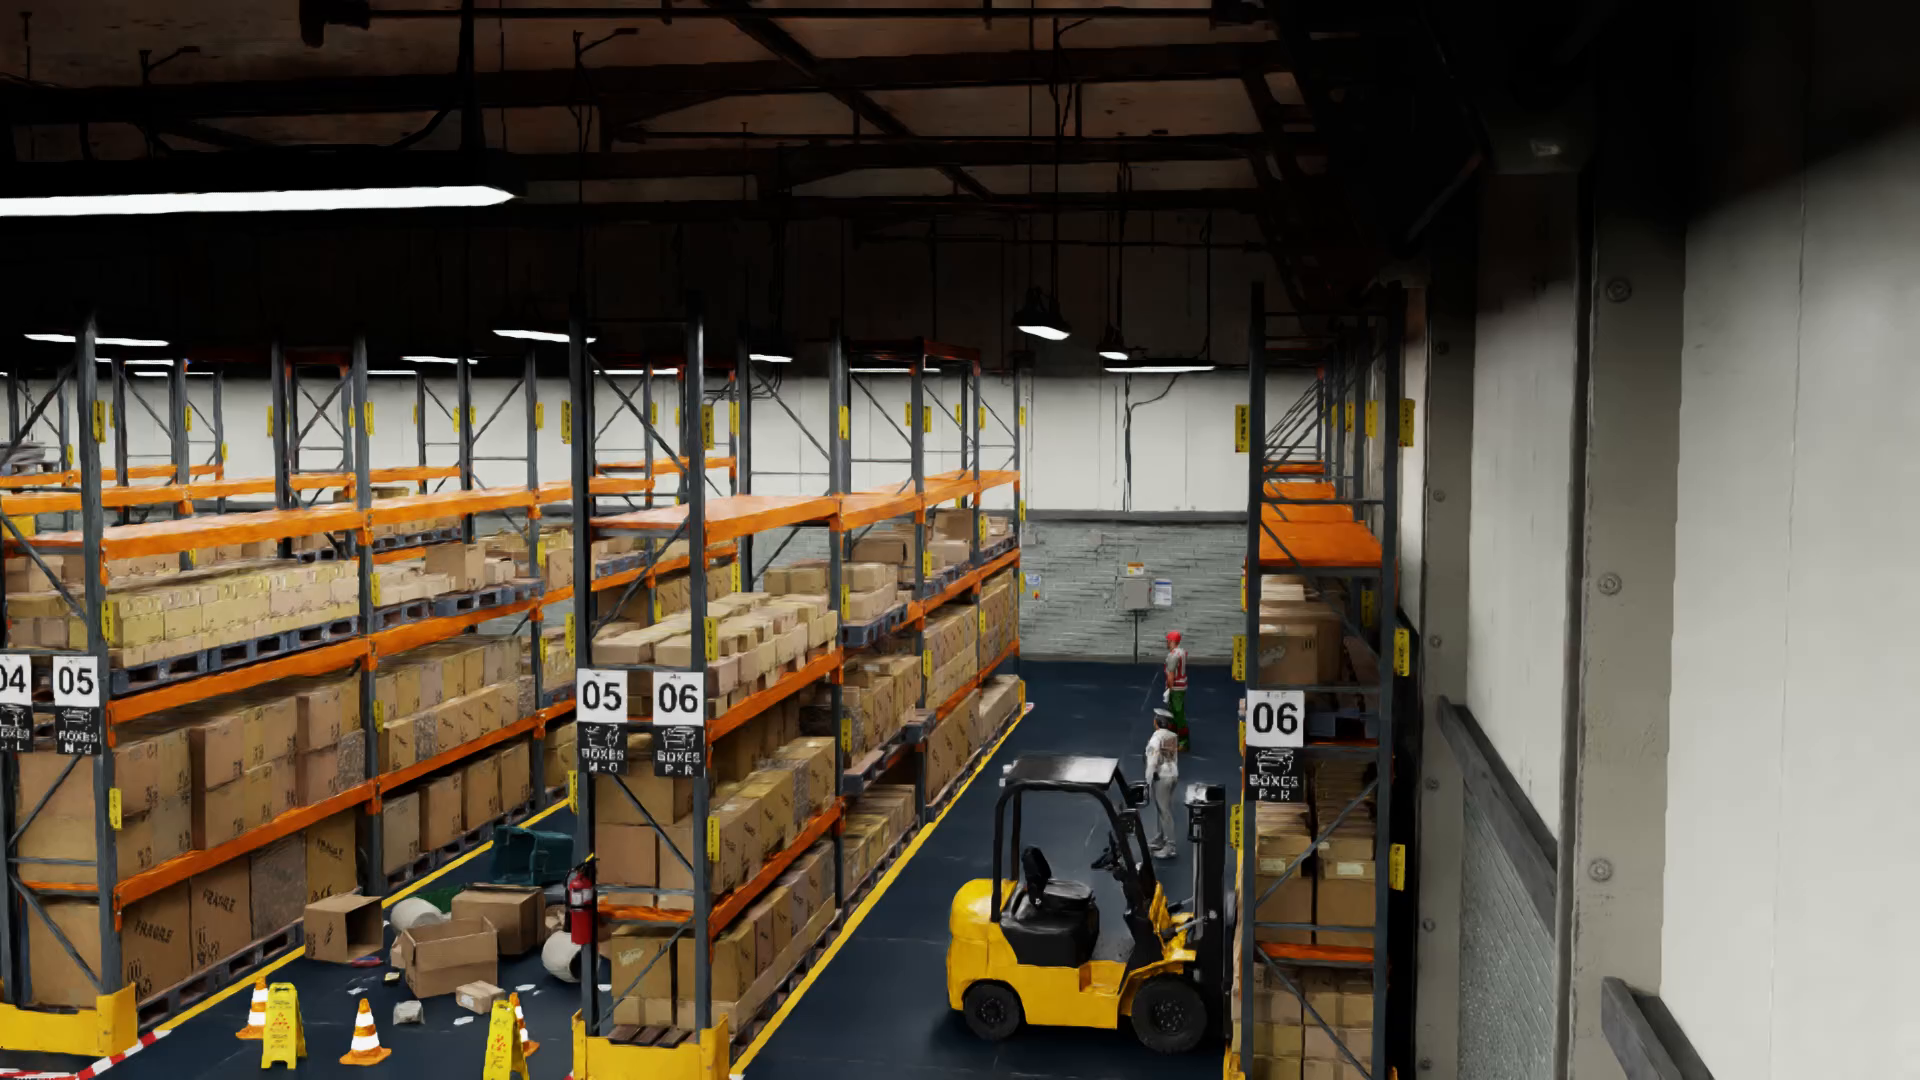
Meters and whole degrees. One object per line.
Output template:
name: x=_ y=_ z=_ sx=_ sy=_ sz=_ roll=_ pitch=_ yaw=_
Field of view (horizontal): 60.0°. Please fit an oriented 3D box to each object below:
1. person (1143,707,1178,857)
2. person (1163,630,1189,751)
person: x=2.315 y=2.773 z=19.232 sx=0.550 sy=1.663 sz=0.586 roll=3 pitch=5 yaw=33
person: x=3.215 y=2.245 z=25.041 sx=0.579 sy=1.785 sz=0.679 roll=2 pitch=5 yaw=21
